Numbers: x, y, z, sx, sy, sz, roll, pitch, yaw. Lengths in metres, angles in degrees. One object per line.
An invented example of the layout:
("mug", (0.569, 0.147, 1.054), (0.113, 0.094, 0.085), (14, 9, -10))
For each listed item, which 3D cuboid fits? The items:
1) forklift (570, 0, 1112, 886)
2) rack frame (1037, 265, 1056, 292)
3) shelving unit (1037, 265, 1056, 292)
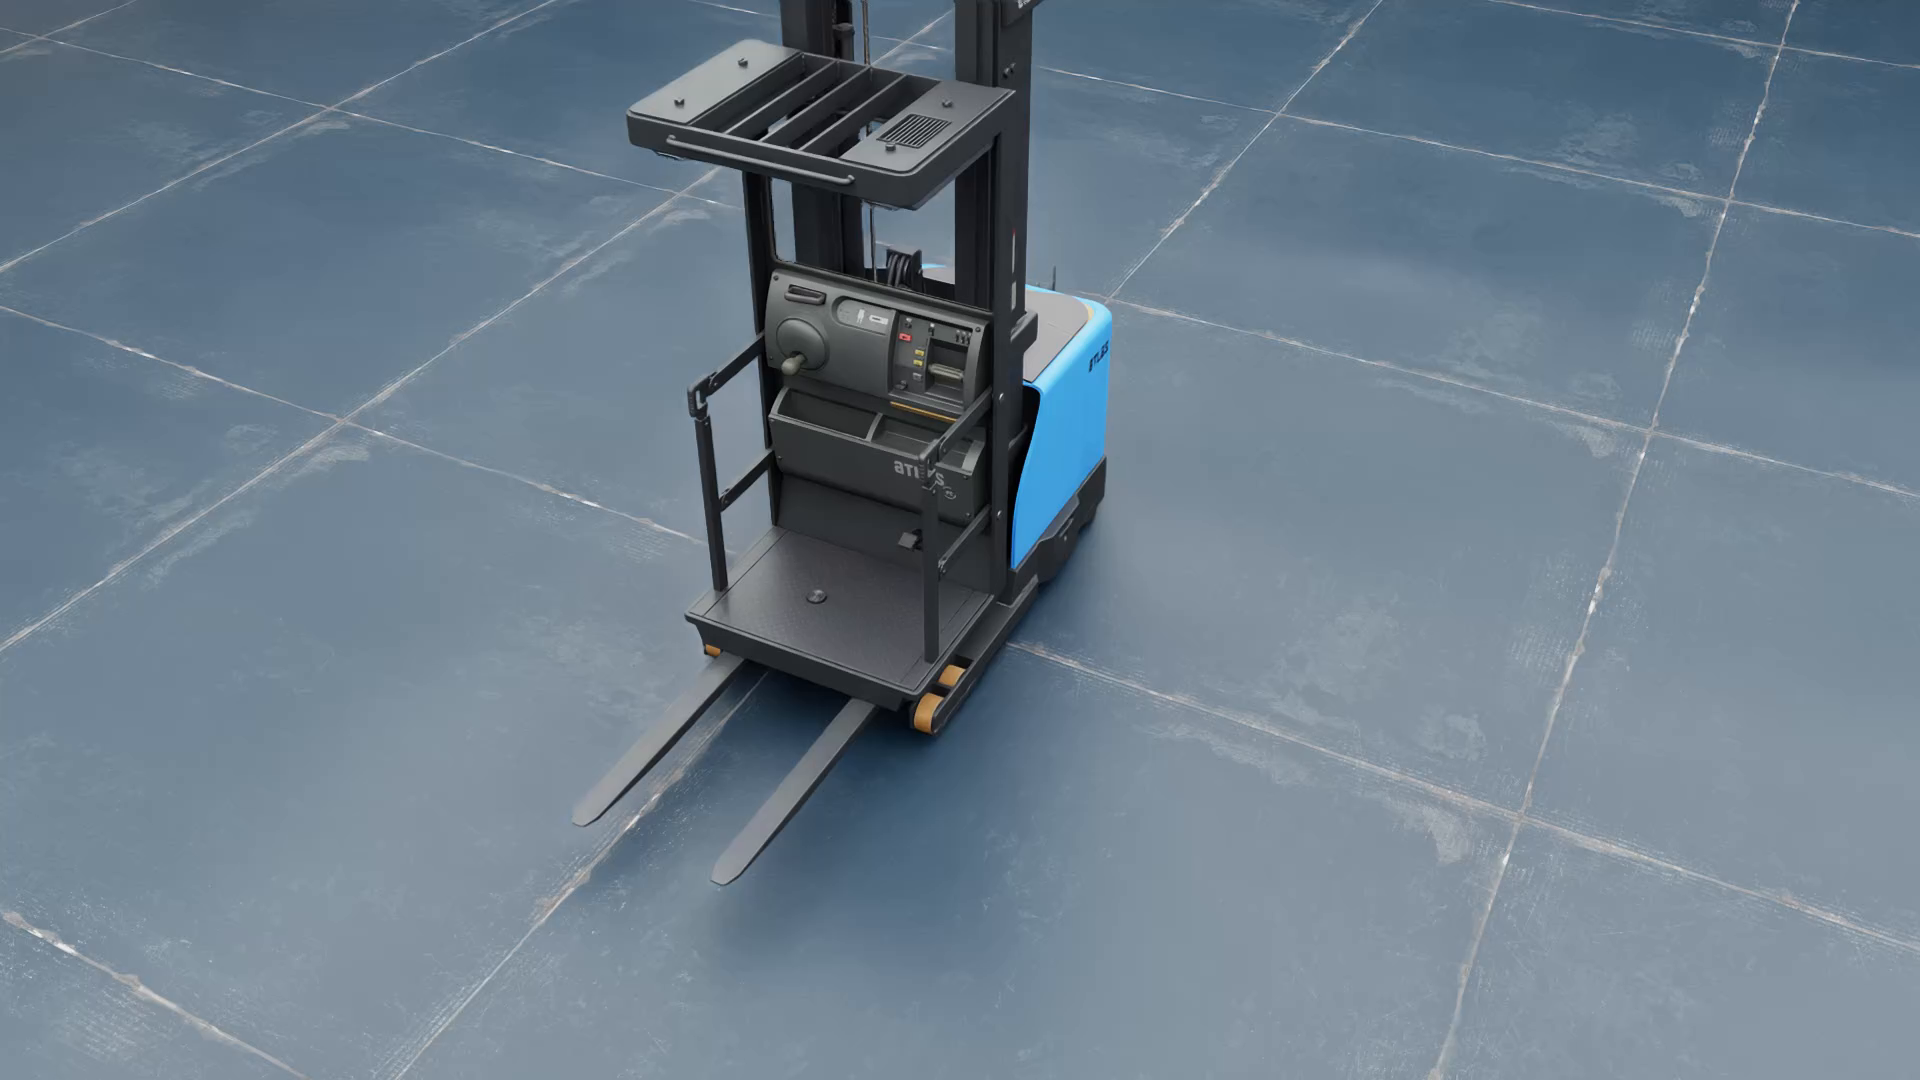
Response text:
("forklift", (-0.431, -0.692, 6.237), (1.130, 2.935, 3.031), (17, 40, 21))
("rack frame", (0.397, -0.798, 7.933), (0.008, 1.050, 0.200), (17, 40, 21))
("shelving unit", (0.288, -0.830, 7.976), (0.252, 1.050, 0.215), (17, 40, 21))
